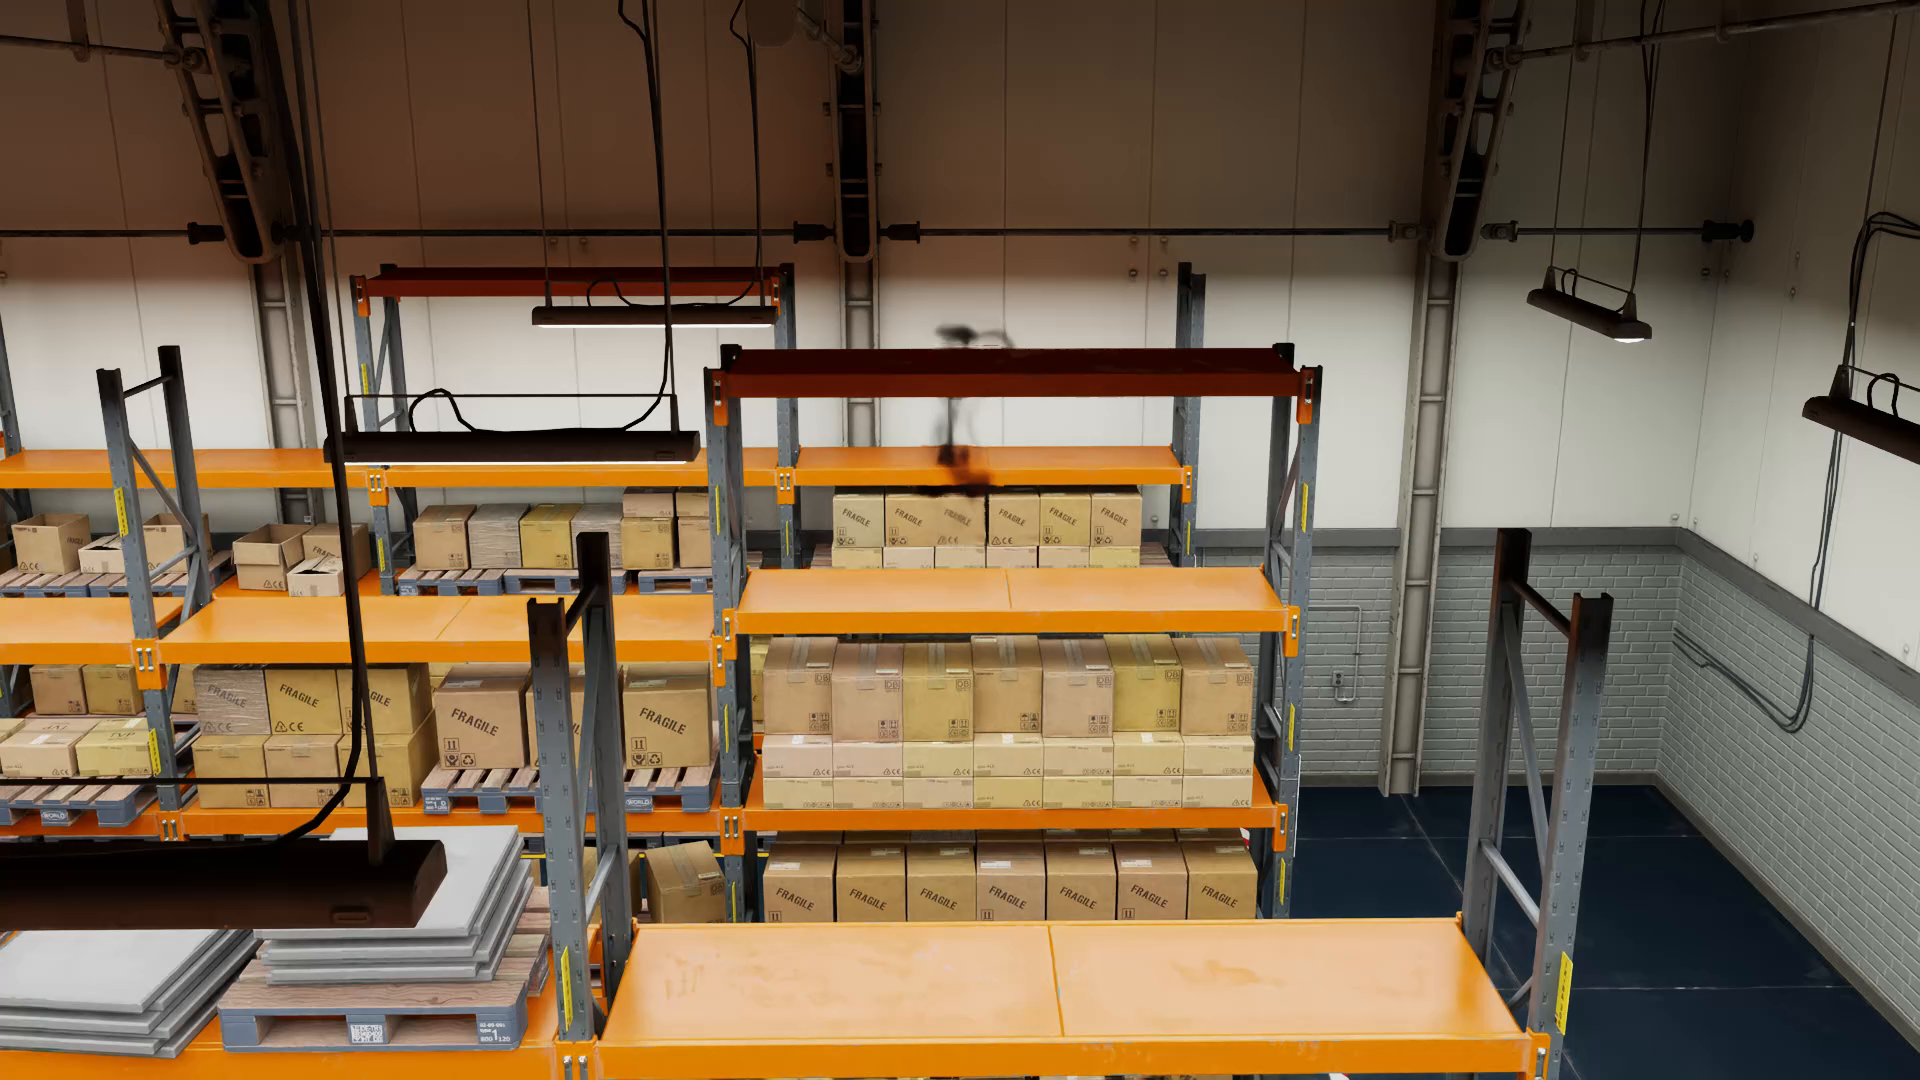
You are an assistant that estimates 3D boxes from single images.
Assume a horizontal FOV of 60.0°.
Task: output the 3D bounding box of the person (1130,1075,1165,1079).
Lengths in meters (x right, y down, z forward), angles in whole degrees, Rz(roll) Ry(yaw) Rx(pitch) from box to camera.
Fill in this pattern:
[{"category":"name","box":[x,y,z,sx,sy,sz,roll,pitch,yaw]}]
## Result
[{"category":"person","box":[1.272,4.193,11.202,0.803,1.709,0.650,-5,17,-17]}]
